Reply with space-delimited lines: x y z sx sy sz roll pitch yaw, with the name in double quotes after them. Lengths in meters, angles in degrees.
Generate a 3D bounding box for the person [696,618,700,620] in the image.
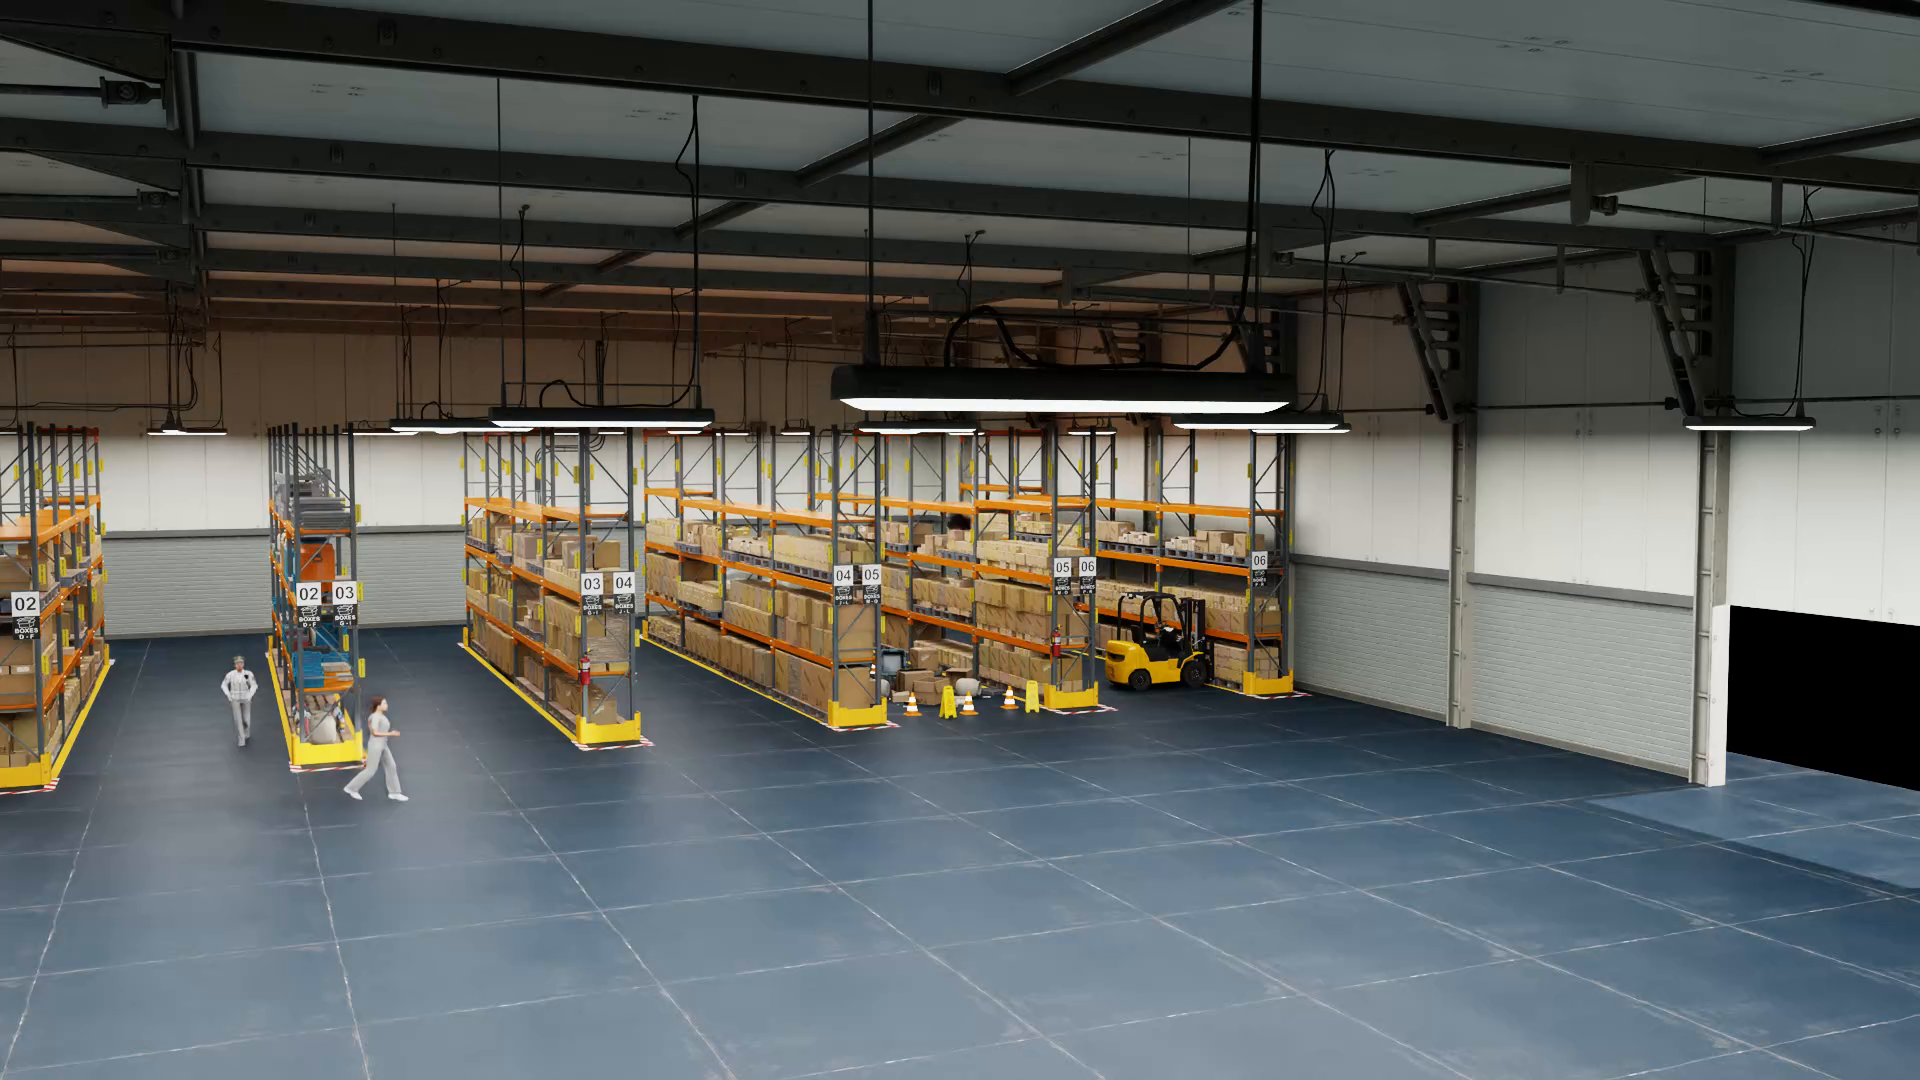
-7.695 1.860 48.981 0.853 1.801 0.703 3 4 38 "person"

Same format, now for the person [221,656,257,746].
-13.505 2.992 31.170 0.628 1.668 0.586 -2 4 -24 "person"

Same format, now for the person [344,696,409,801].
-9.173 3.281 26.096 0.955 1.670 0.538 0 3 -5 "person"

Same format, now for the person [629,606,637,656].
-8.875 2.186 44.128 0.626 1.706 0.921 -1 4 -15 "person"

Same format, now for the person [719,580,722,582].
-7.295 1.796 49.890 0.782 1.711 0.719 -2 4 -24 "person"
